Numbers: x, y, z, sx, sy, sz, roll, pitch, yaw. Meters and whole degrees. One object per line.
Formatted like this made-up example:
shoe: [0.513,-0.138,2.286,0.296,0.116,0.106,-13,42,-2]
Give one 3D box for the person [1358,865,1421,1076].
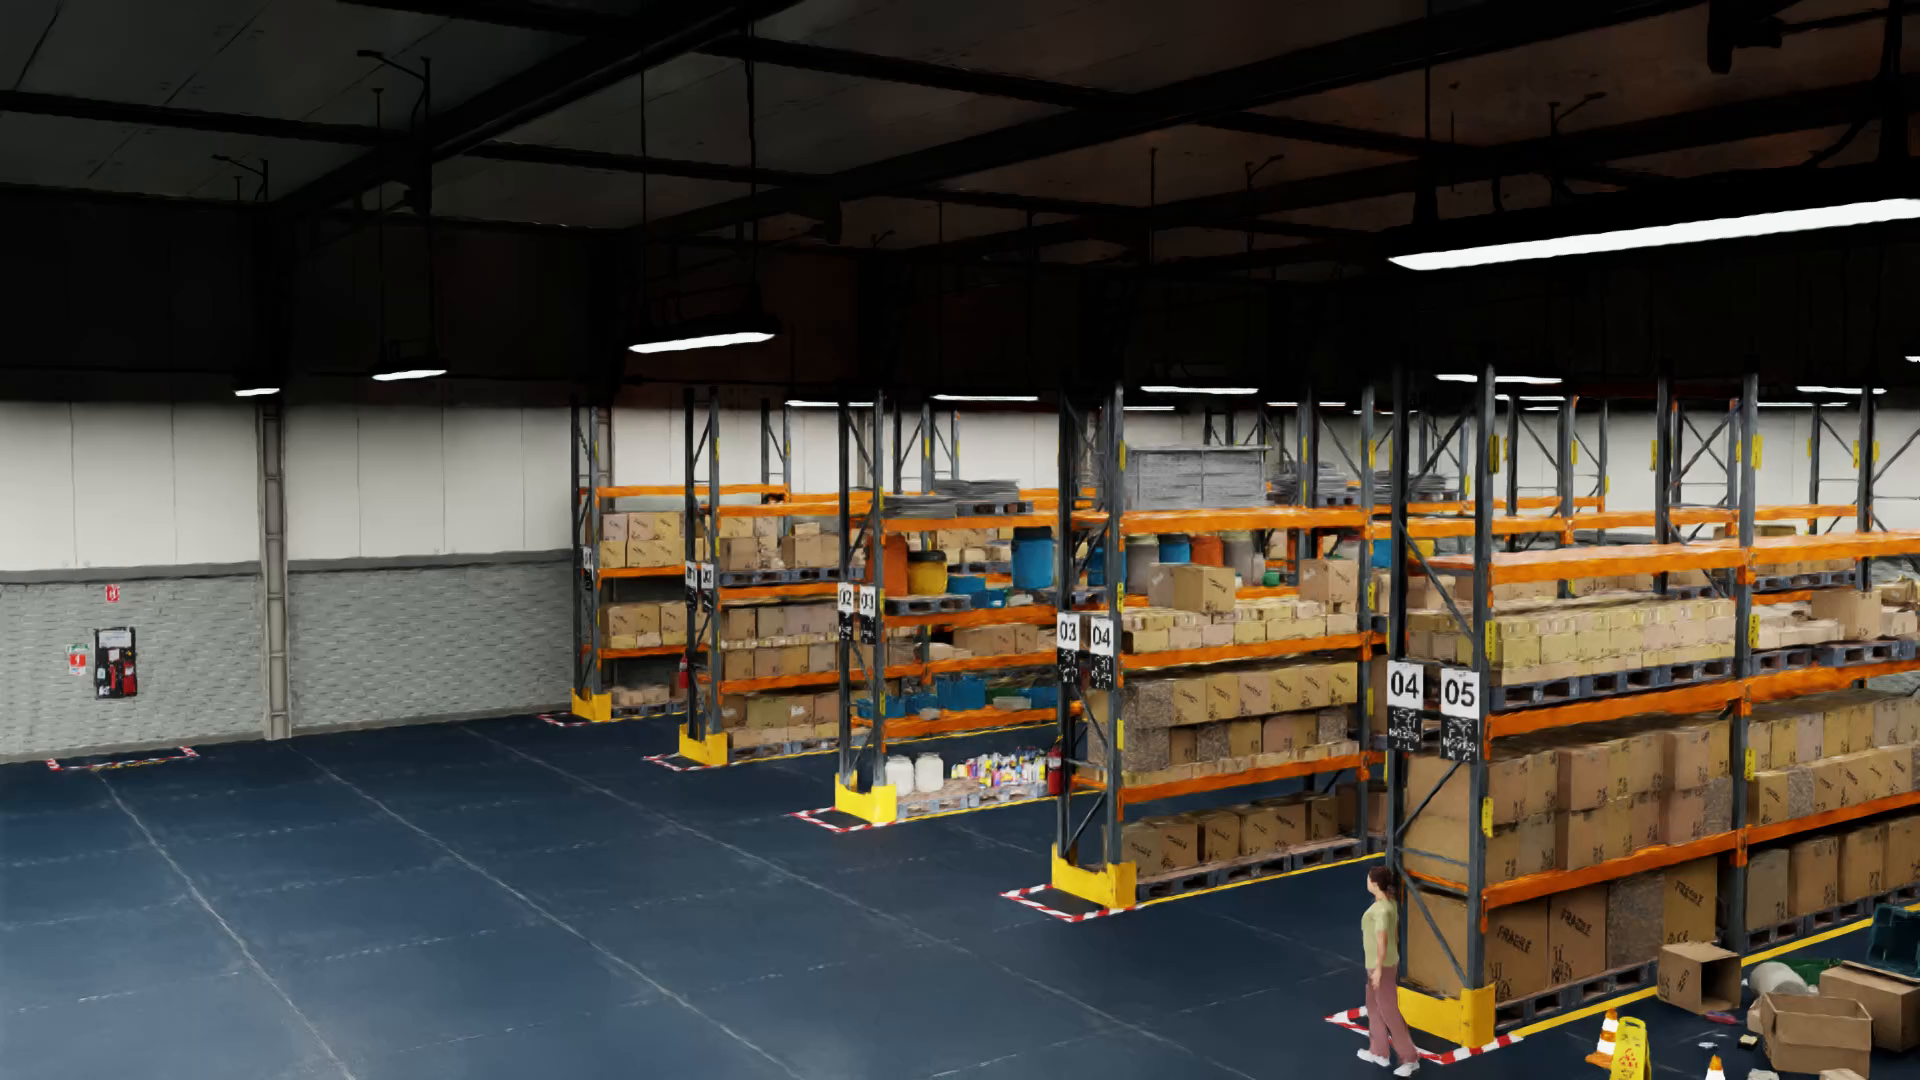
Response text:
person: [3.531,3.516,13.681,0.543,1.664,0.566,2,4,25]
